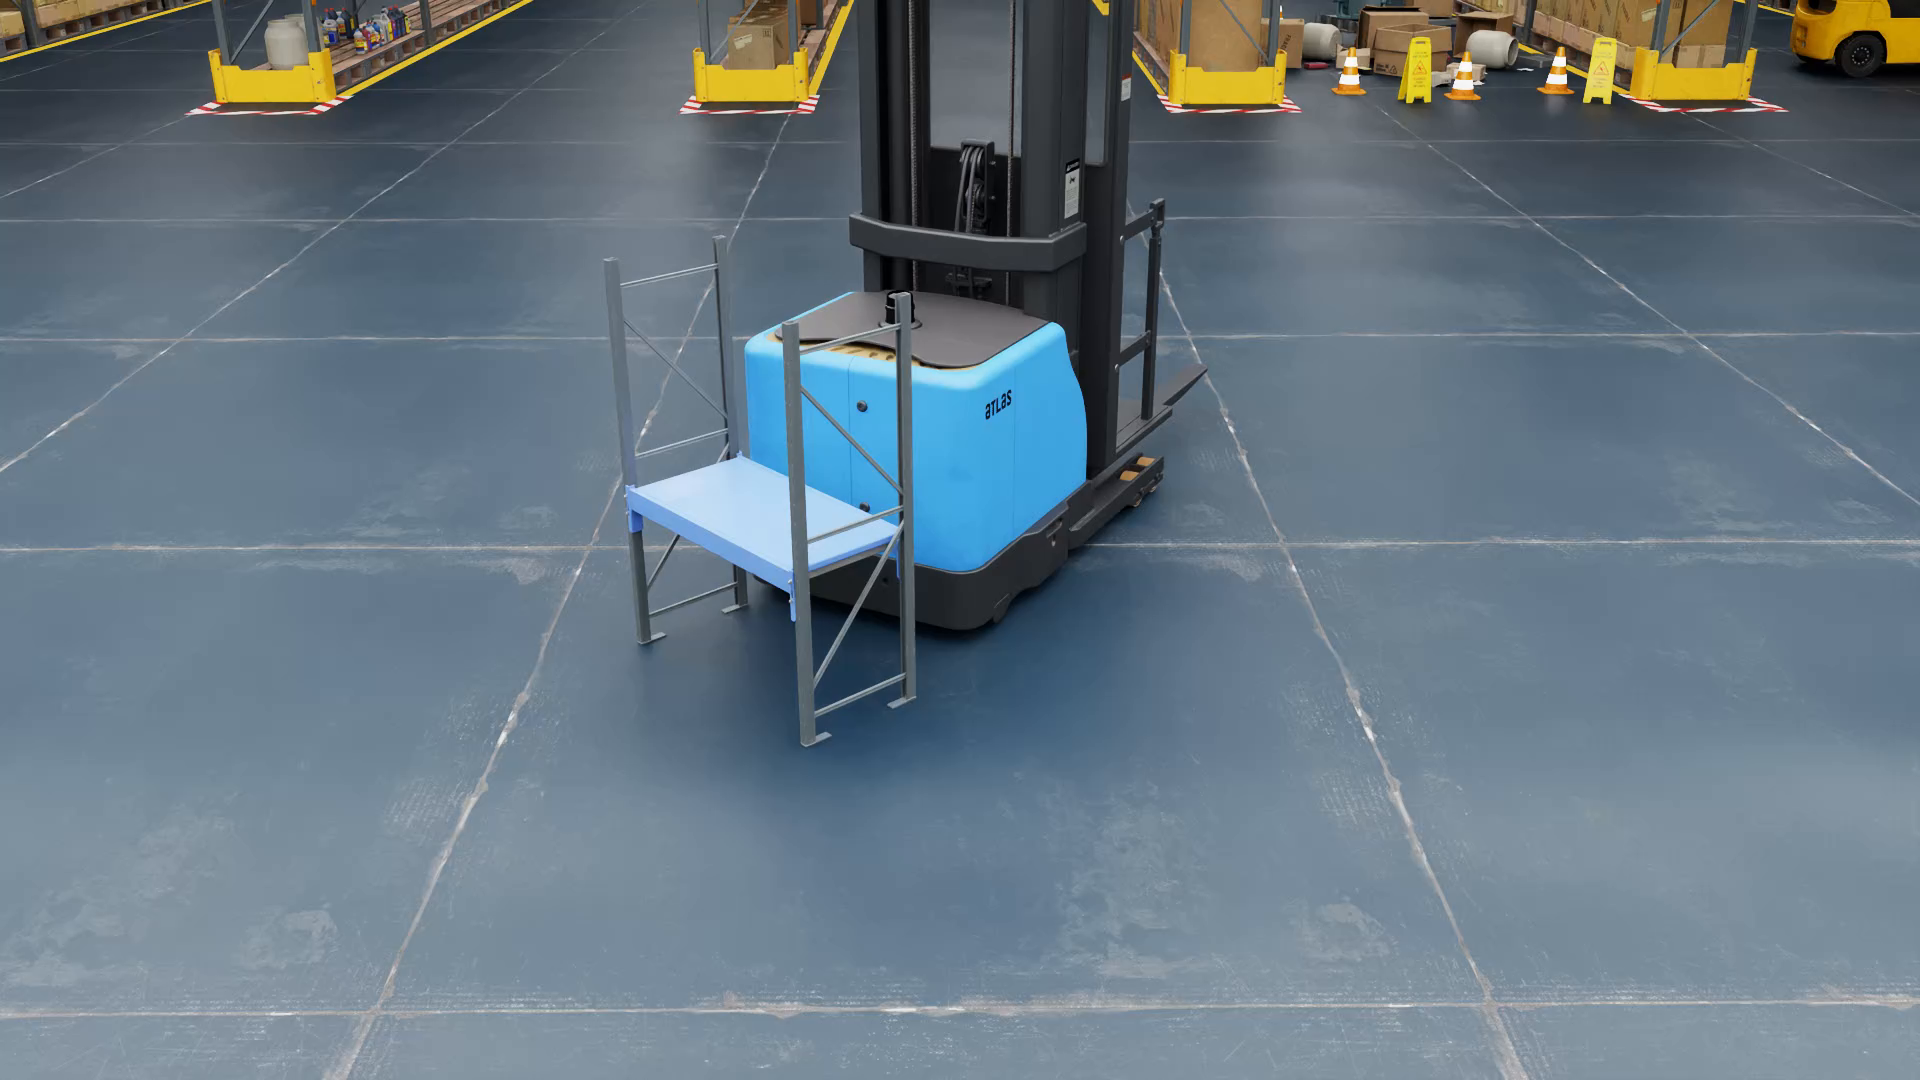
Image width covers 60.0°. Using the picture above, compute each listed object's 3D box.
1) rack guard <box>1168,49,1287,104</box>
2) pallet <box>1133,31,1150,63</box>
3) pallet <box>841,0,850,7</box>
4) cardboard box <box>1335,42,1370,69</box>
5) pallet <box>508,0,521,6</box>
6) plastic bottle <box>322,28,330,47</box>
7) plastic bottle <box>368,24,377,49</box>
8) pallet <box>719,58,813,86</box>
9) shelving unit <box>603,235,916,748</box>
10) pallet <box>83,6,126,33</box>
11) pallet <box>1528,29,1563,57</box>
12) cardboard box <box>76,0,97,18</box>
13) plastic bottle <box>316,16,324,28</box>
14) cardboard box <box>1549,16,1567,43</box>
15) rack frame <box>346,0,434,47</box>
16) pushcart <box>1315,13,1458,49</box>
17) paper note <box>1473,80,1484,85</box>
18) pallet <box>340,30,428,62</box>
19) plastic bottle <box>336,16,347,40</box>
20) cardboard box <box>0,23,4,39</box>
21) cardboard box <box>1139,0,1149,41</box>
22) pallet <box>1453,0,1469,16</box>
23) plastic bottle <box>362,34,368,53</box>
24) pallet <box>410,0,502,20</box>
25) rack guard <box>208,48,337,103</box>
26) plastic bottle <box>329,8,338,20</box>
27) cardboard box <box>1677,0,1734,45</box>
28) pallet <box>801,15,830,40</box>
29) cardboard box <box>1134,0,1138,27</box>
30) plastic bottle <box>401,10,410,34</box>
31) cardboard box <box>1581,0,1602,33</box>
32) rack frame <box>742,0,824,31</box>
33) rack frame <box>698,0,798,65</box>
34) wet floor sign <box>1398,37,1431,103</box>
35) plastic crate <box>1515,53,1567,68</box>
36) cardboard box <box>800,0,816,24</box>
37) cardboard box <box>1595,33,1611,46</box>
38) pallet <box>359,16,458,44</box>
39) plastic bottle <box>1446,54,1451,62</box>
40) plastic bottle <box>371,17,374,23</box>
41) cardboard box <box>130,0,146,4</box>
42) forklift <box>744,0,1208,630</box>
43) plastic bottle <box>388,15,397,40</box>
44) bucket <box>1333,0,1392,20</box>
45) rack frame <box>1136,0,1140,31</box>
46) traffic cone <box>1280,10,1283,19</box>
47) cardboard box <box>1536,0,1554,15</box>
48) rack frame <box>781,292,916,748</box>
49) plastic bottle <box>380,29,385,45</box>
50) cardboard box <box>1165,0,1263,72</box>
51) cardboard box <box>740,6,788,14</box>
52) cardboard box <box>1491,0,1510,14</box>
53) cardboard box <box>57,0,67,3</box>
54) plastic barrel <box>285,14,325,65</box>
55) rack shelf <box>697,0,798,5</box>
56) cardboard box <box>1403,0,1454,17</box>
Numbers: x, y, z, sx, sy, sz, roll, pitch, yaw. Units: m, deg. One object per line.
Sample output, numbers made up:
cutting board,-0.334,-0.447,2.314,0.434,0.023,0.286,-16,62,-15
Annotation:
rack guard,2.778,-4.823,17.308,1.175,0.500,0.348,0,24,-1
pallet,2.664,-6.036,20.340,1.003,0.211,1.213,0,24,-1
pallet,-2.203,-8.343,25.440,1.003,0.211,1.213,0,24,-1
cardboard box,4.595,-5.675,19.475,0.396,0.266,0.258,4,25,9
pallet,-7.273,-8.320,25.390,1.003,0.211,1.213,0,24,-1
plastic bottle,-7.456,-5.897,19.511,0.097,0.201,0.097,0,24,0
plastic bottle,-6.849,-5.858,19.338,0.097,0.271,0.097,0,24,0
pallet,-2.157,-5.087,18.242,1.003,0.211,1.213,0,24,-1
shelving unit,-0.697,-0.200,5.872,0.538,1.500,1.048,-21,32,-38
pallet,-12.196,-7.134,22.767,1.003,0.211,1.213,0,24,-1
pallet,7.726,-6.137,20.564,1.003,0.211,1.213,0,24,-1
cardboard box,-11.902,-7.127,22.195,0.500,0.250,0.500,-1,24,-2
plastic bottle,-7.579,-6.024,19.609,0.144,0.351,0.185,0,24,-1
cardboard box,7.436,-6.159,20.054,0.500,0.250,0.500,1,24,2
rack frame,-7.179,-7.618,20.453,1.000,3.000,0.127,0,24,-1
pushcart,5.404,-6.459,21.073,1.648,0.377,0.936,-9,26,-19
paper note,5.726,-5.064,18.409,0.148,0.019,0.142,-9,26,-19
pallet,-7.214,-6.070,20.415,1.003,0.211,1.213,0,24,-1
plastic bottle,-7.463,-6.181,20.054,0.097,0.271,0.097,0,24,0
cardboard box,-11.913,-6.139,20.011,0.500,0.250,0.500,0,24,-1
cardboard box,2.671,-6.584,20.237,0.875,0.875,0.875,0,24,0
pallet,7.646,-7.740,24.107,1.003,0.211,1.213,0,24,-1
plastic bottle,-6.845,-5.686,19.044,0.097,0.201,0.097,0,24,0
pallet,-7.253,-7.676,23.966,1.003,0.211,1.213,0,24,-1
rack guard,-7.183,-4.861,17.392,1.175,0.500,0.348,0,24,-1
plastic bottle,-7.585,-6.277,20.168,0.144,0.351,0.185,0,24,1
cardboard box,7.993,-5.660,18.041,0.500,0.500,0.500,-1,24,-2
pallet,-2.237,-6.690,21.786,1.003,0.211,1.213,0,24,-1
cardboard box,2.638,-7.042,21.401,1.050,0.750,0.750,0,24,-1
plastic bottle,-6.844,-6.384,20.487,0.061,0.283,0.133,1,24,2
cardboard box,7.449,-6.068,18.944,0.500,0.500,0.500,-1,24,-2
rack frame,-2.227,-7.640,20.502,1.000,3.000,0.127,0,24,-1
rack frame,-2.183,-5.992,16.858,1.000,3.000,0.127,0,24,-1
wet floor sign,4.758,-4.896,17.293,0.267,0.644,0.232,-4,25,-10
plastic crate,6.880,-5.703,19.764,0.402,0.080,0.583,-9,26,-19
cardboard box,-2.212,-6.954,21.486,0.700,0.500,0.500,-2,24,-5
cardboard box,7.451,-5.520,18.642,0.500,0.250,0.500,0,24,0
pallet,-7.227,-6.670,21.742,1.003,0.211,1.213,0,24,-1
plastic bottle,5.822,-5.805,20.012,0.133,0.061,0.283,4,25,9
plastic bottle,-6.981,-6.093,19.844,0.061,0.283,0.133,0,24,-1
cardboard box,-11.917,-7.756,23.585,0.500,0.250,0.500,-1,24,-1
forklift,0.295,-1.563,7.150,1.130,2.935,3.031,12,27,25
plastic bottle,-6.838,-6.170,20.015,0.061,0.283,0.133,1,24,3
bucket,5.041,-6.776,20.719,0.726,0.611,0.620,8,16,18
rack frame,2.734,-7.620,20.459,1.000,3.000,0.127,0,24,-1
traffic cone,4.230,-7.024,22.219,0.336,0.463,0.334,0,24,-1
cardboard box,7.419,-6.720,20.386,0.500,0.500,0.500,1,24,2
rack frame,-0.352,-0.046,5.532,0.500,1.500,0.032,-21,32,-38
plastic bottle,-6.852,-5.951,19.630,0.097,0.201,0.097,0,24,0
cardboard box,2.704,-5.475,17.783,0.875,0.875,0.875,0,24,0
cardboard box,-2.202,-5.806,18.970,0.500,0.500,0.500,2,24,4
cardboard box,7.663,-7.191,22.188,0.950,0.372,0.625,1,24,3
cardboard box,-11.888,-7.169,21.607,0.500,0.311,0.500,-1,24,-1
plastic barrel,-7.225,-5.504,18.290,0.421,0.512,0.421,0,24,0
rack shelf,-2.205,-6.488,18.828,1.077,0.370,4.000,0,24,-1
cardboard box,5.903,-6.870,20.914,0.500,0.500,0.500,0,24,-1
